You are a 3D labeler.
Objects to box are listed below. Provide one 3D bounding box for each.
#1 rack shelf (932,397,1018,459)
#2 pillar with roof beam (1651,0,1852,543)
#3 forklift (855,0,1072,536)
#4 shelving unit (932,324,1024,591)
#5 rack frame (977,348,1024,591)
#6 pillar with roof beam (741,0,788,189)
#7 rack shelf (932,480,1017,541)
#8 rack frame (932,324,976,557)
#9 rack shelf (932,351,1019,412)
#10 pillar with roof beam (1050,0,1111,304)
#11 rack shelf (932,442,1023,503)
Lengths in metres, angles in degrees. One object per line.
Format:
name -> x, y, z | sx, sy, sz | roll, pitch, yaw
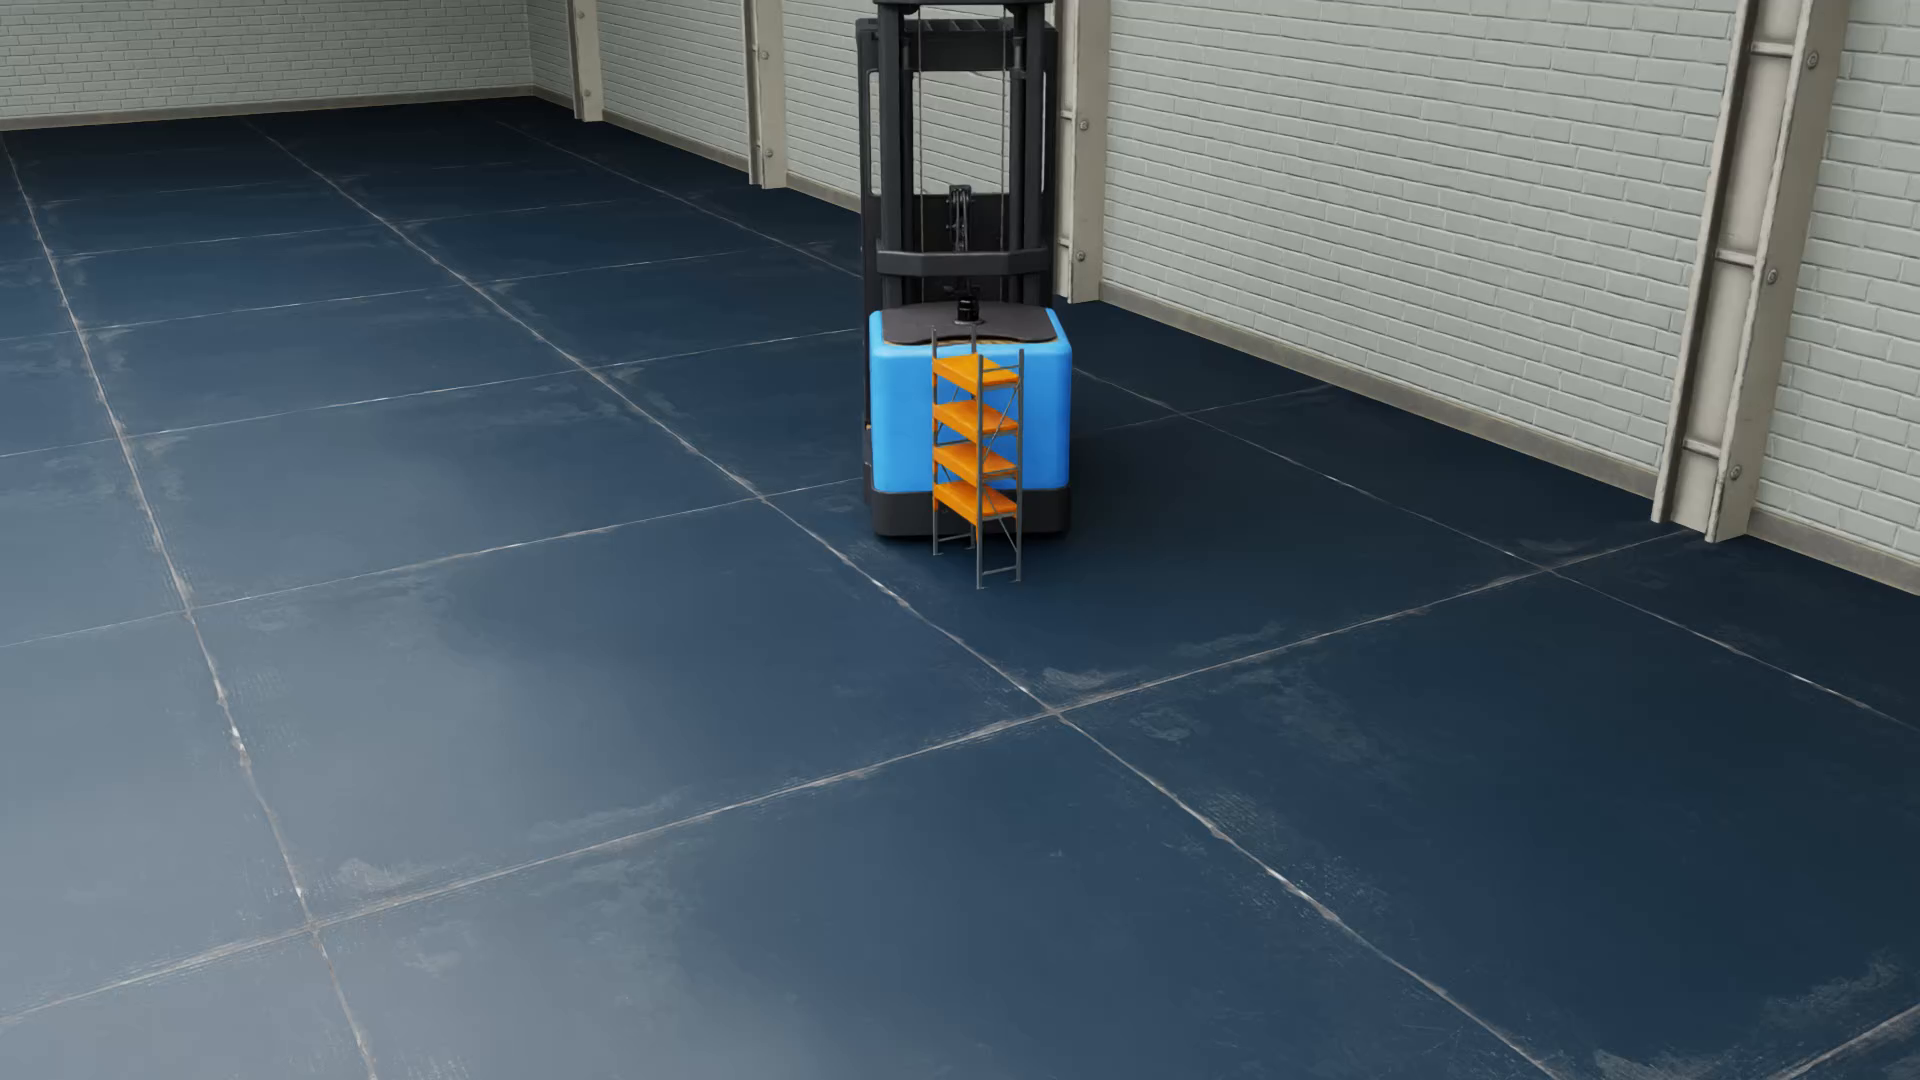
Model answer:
rack shelf -> 0.082, -0.555, 8.168 | 0.258, 0.148, 0.480 | -11, 25, -25
pillar with roof beam -> 0.300, -3.416, 5.265 | 9.100, 9.000, 0.400 | -13, 25, -28
forklift -> -0.031, -1.890, 9.570 | 1.130, 2.935, 3.031 | -1, 22, -4
shelving unit -> 0.082, -0.410, 8.227 | 0.258, 1.200, 0.503 | -11, 25, -25
rack frame -> 0.193, -0.328, 8.026 | 0.240, 1.200, 0.015 | -11, 25, -25
pillar with roof beam -> -5.830, -7.301, 14.822 | 9.100, 9.000, 0.400 | -13, 25, -28
rack shelf -> 0.082, -0.164, 8.327 | 0.258, 0.148, 0.480 | -11, 25, -25
rack frame -> -0.029, -0.492, 8.429 | 0.240, 1.200, 0.015 | -11, 25, -25
rack shelf -> 0.082, -0.774, 8.079 | 0.258, 0.148, 0.480 | -11, 25, -25
pillar with roof beam -> -2.765, -5.358, 10.044 | 9.100, 9.000, 0.400 | -13, 25, -28
rack shelf -> 0.082, -0.348, 8.253 | 0.258, 0.148, 0.480 | -11, 25, -25
